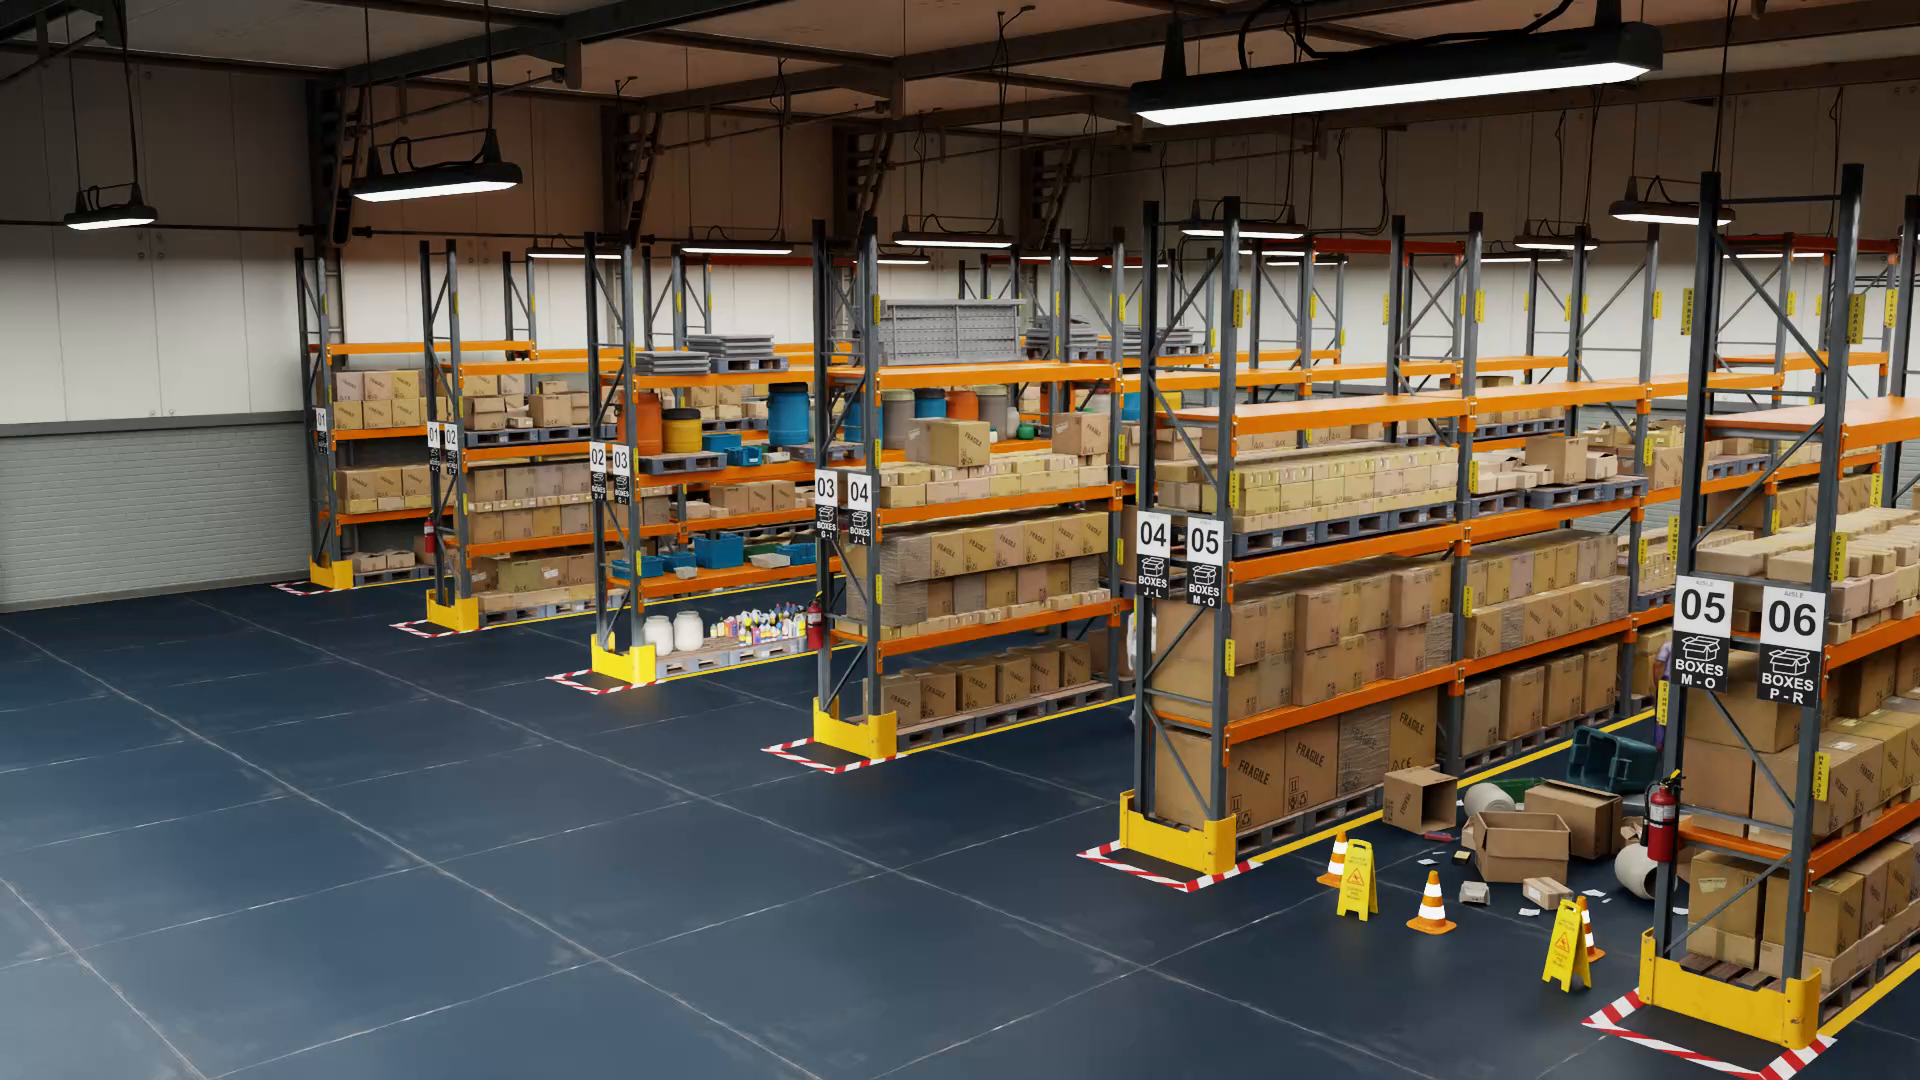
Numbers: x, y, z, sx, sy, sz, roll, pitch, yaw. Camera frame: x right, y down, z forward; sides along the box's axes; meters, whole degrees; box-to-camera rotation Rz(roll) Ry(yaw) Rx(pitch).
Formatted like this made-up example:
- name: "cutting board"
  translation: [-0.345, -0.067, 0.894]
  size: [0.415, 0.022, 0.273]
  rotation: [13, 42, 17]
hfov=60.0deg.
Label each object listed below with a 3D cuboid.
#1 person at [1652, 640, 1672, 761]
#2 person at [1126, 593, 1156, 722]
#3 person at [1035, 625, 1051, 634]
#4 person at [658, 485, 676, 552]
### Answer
- name: "person"
  translation: [7.945, 1.706, 18.398]
  size: [0.534, 1.590, 0.692]
  rotation: [5, 10, 33]
- name: "person"
  translation: [2.177, 1.435, 19.929]
  size: [0.513, 1.675, 0.516]
  rotation: [-6, 11, -37]
- name: "person"
  translation: [1.071, 0.551, 25.423]
  size: [0.665, 1.770, 0.621]
  rotation: [-5, 10, -29]
- name: "person"
  translation: [-5.575, -0.258, 31.058]
  size: [0.539, 1.753, 0.600]
  rotation: [-5, 10, -33]
